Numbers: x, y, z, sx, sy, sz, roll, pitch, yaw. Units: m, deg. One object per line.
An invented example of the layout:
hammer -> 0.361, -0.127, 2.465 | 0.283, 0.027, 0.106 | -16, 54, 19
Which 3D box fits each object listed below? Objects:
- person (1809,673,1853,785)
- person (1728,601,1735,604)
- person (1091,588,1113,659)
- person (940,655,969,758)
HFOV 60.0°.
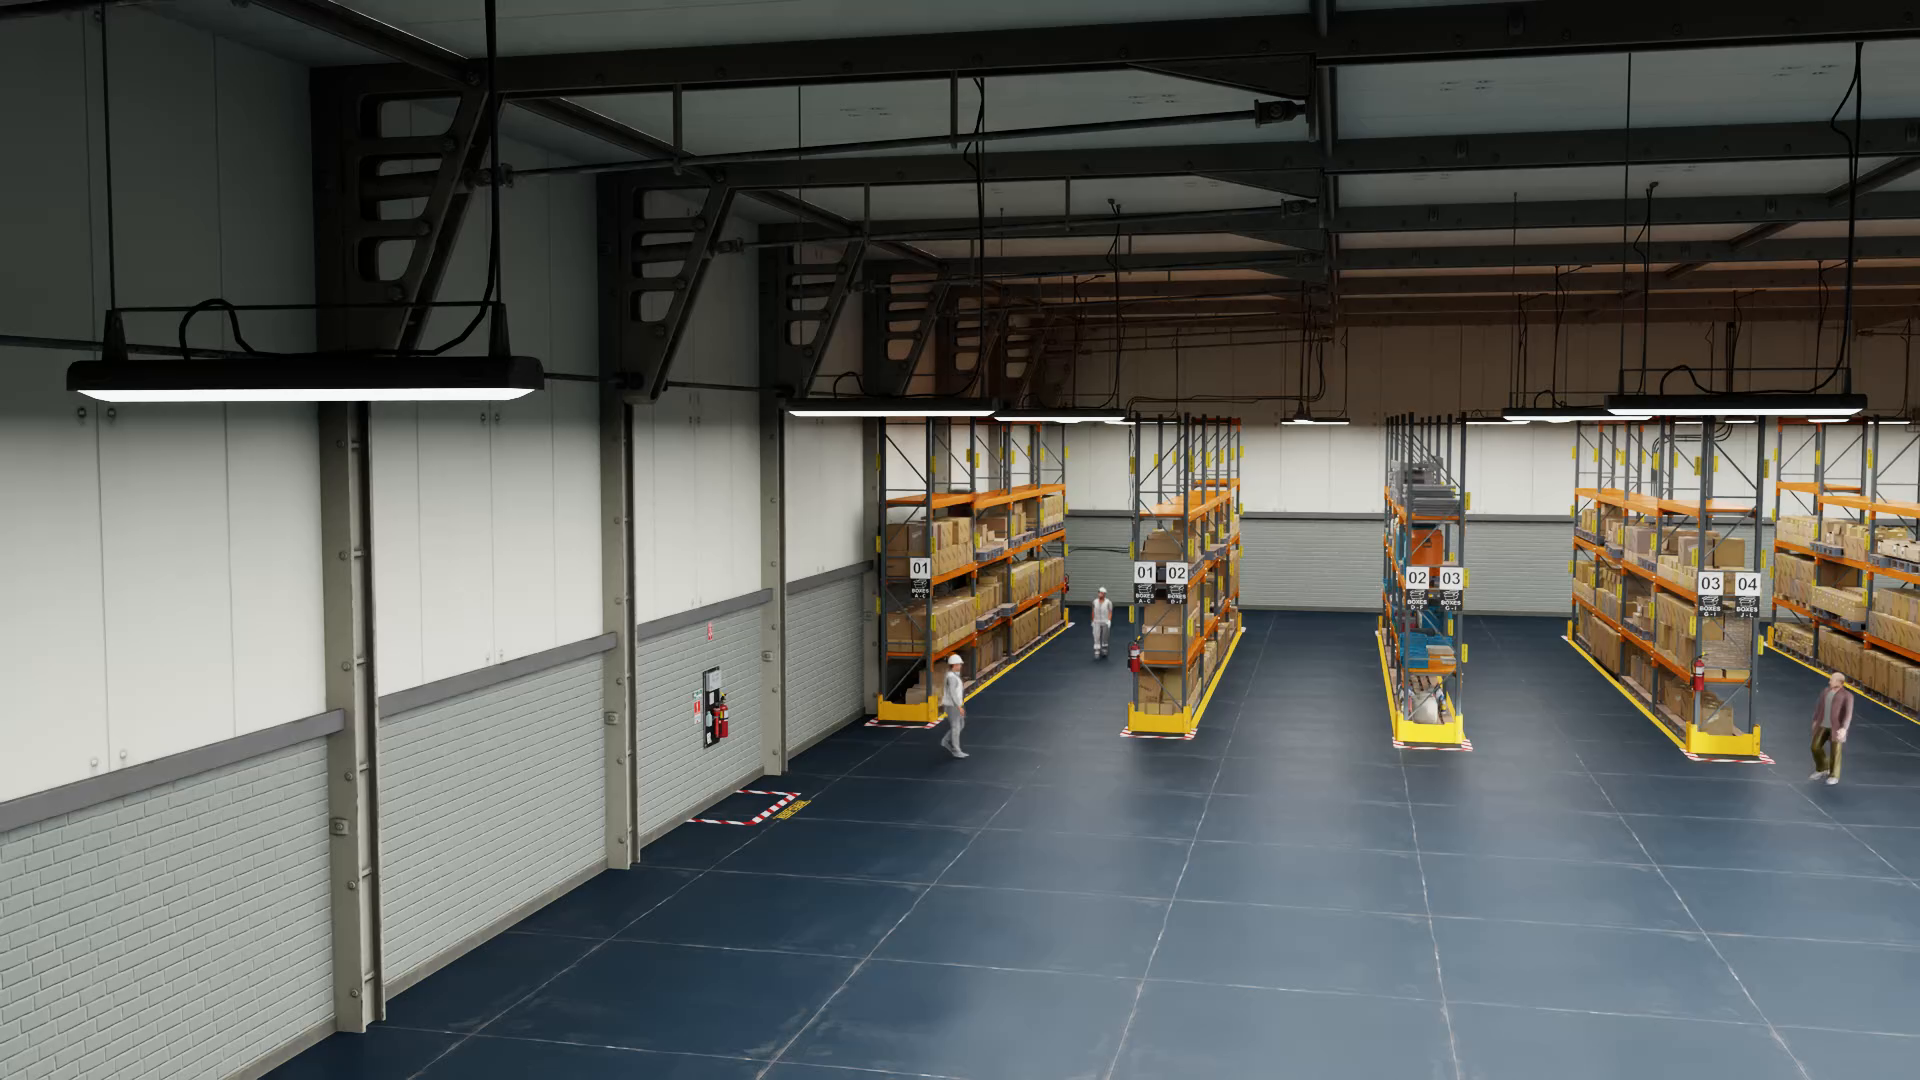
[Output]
person -> 14.013, 3.033, 26.797 | 0.536, 1.806, 0.659 | -3, 5, -37
person -> 20.783, 1.841, 45.022 | 0.591, 1.653, 0.516 | 1, 4, 9
person -> 3.494, 2.042, 41.107 | 0.550, 1.708, 1.048 | 1, 4, 11
person -> -0.083, 2.879, 28.987 | 0.499, 1.777, 0.641 | 0, 4, 2
